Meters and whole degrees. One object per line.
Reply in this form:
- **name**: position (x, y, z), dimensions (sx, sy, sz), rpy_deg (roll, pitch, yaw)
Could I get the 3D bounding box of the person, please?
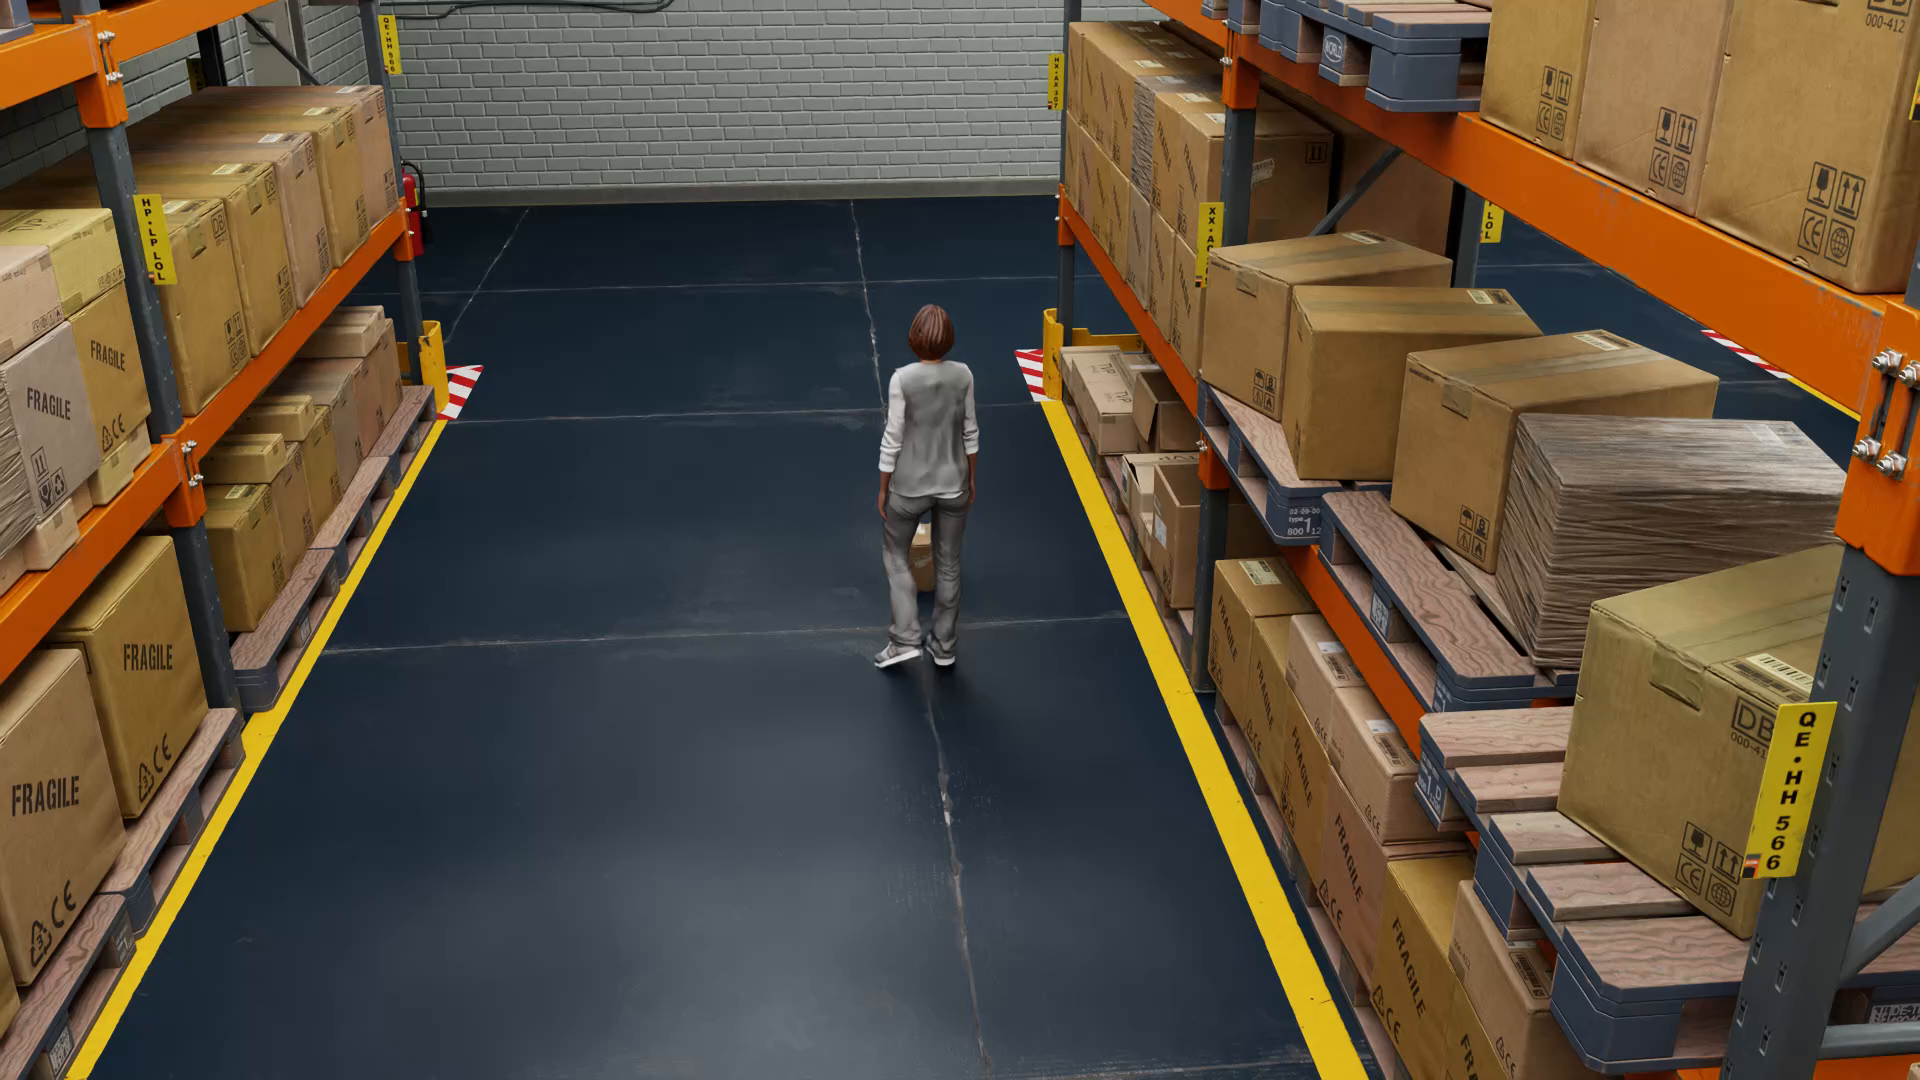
- **person**: position (-0.141, -0.199, 7.055), dimensions (0.474, 1.626, 0.322), rpy_deg (-7, 25, -16)
